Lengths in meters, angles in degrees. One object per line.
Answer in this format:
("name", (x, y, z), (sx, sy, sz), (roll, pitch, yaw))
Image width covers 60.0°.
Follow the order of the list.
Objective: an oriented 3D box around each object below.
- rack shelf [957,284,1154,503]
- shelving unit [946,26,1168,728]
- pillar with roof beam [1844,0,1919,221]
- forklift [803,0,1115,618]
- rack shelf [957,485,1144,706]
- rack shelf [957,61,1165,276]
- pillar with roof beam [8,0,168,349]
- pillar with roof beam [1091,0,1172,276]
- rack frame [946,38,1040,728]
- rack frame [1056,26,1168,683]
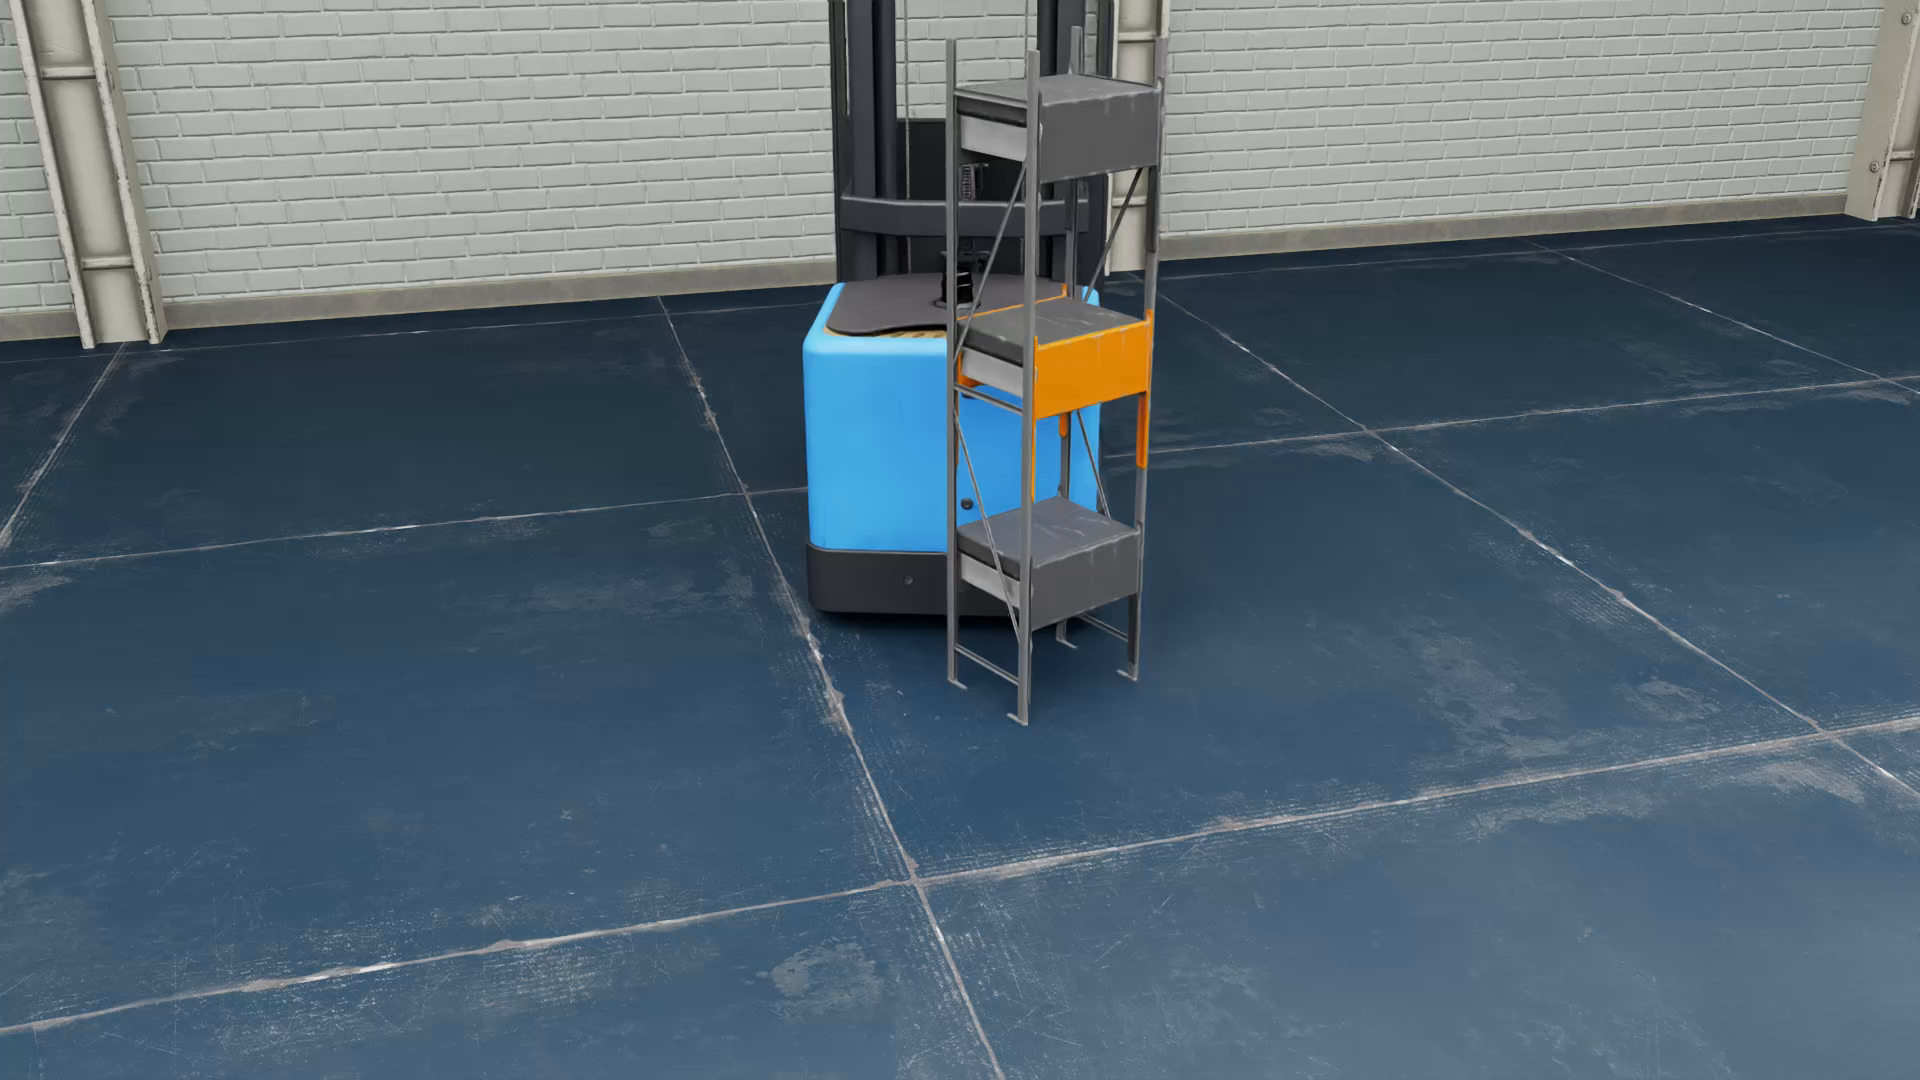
("rack shelf", (0.279, -0.472, 5.221), (0.480, 0.518, 0.431), (-17, 29, -35))
("shelving unit", (0.279, -0.485, 5.215), (0.503, 2.100, 0.431), (-17, 29, -35))
("pillar with roof beam", (8.000, -4.920, 6.805), (0.400, 9.000, 9.100), (-6, 24, -14))
("forklift", (0.059, -1.608, 6.780), (1.130, 2.935, 3.031), (1, 23, 3))
("rack shelf", (0.279, 0.171, 5.497), (0.480, 0.518, 0.431), (-17, 29, -35))
("rack shelf", (0.279, -1.115, 4.945), (0.480, 0.518, 0.431), (-17, 29, -35))
("pillar with roof beam", (-3.554, -3.642, 3.826), (0.400, 9.000, 9.100), (-6, 24, -14))
("pillar with roof beam", (2.223, -4.281, 5.316), (0.400, 9.000, 9.100), (-6, 24, -14))
("rack frame", (0.088, -0.425, 5.076), (0.015, 2.100, 0.400), (-17, 29, -35))
("rack frame", (0.470, -0.545, 5.355), (0.015, 2.100, 0.400), (-17, 29, -35))
